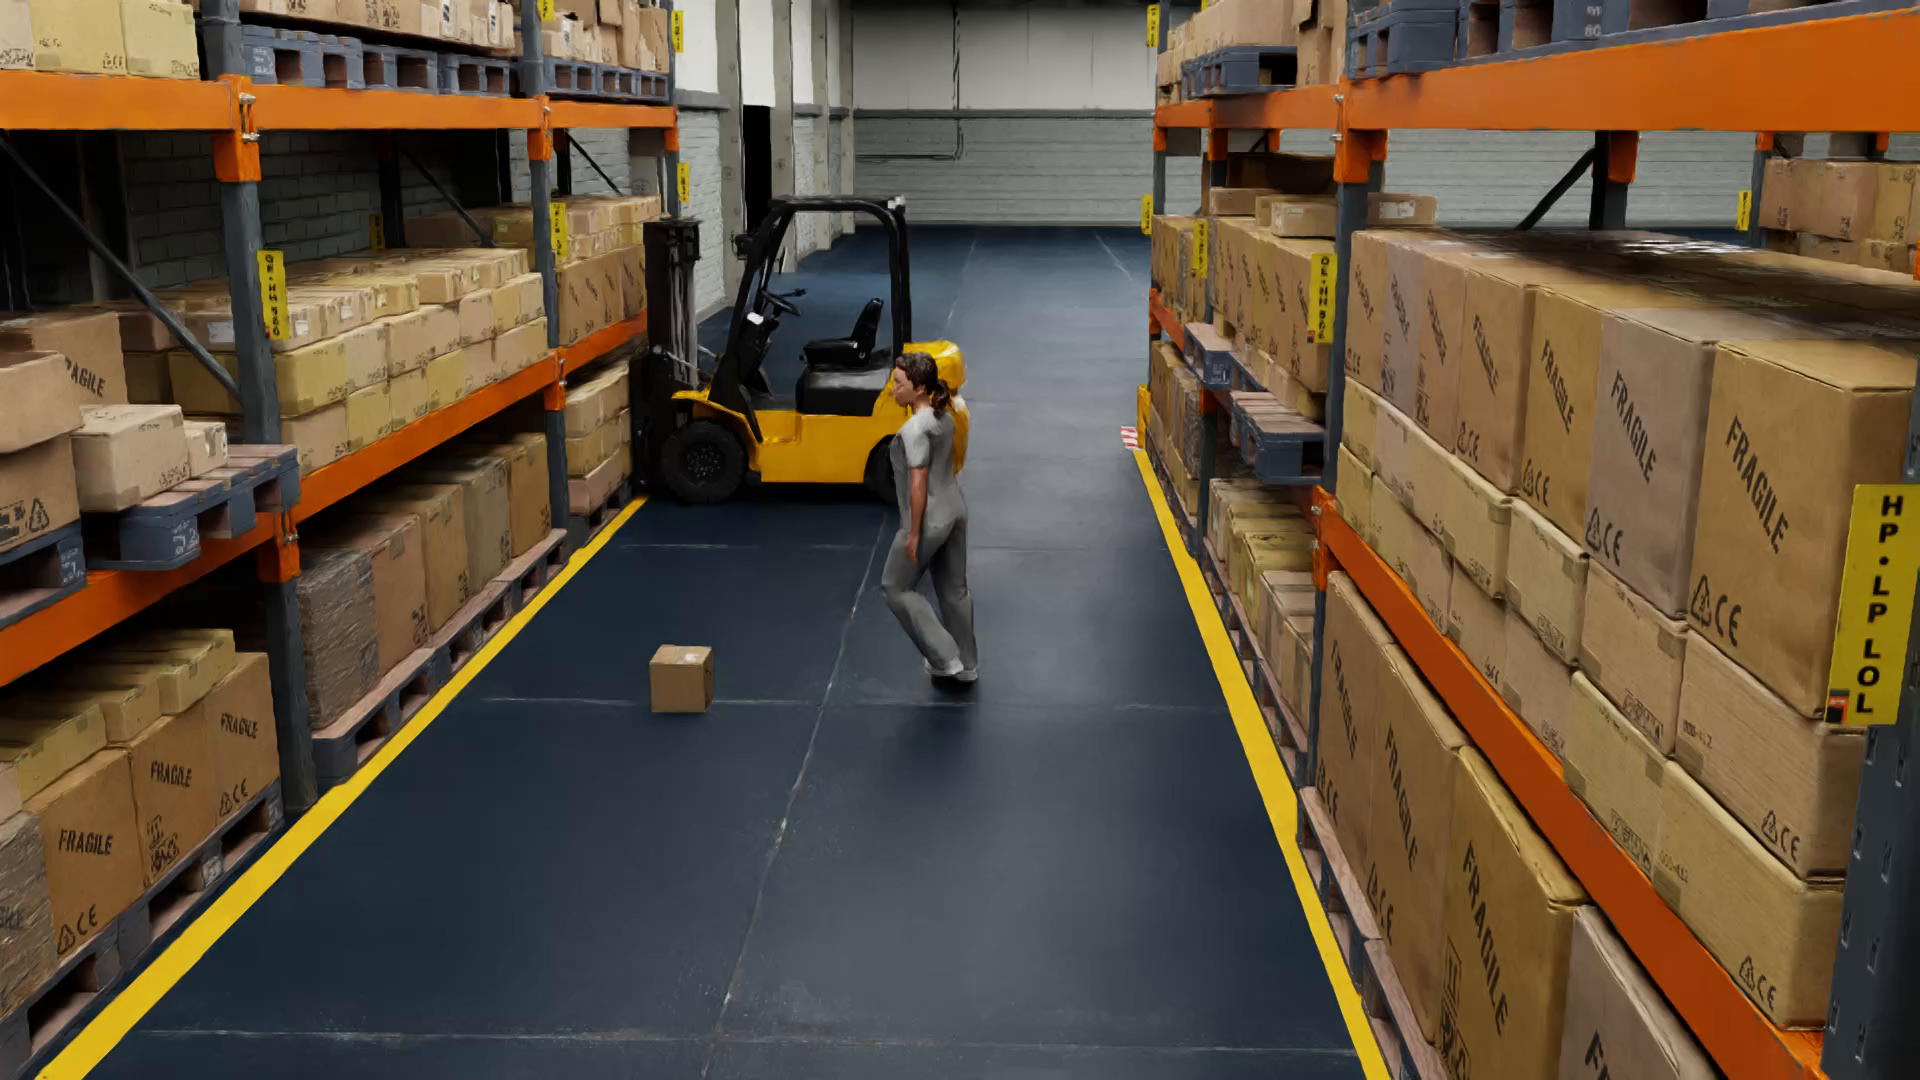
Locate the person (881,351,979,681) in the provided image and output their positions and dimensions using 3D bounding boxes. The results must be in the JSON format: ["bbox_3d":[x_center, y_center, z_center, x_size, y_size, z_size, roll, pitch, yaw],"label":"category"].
[{"bbox_3d":[-0.163,-0.083,7.848,0.394,1.644,0.569,7,16,26],"label":"person"}]
